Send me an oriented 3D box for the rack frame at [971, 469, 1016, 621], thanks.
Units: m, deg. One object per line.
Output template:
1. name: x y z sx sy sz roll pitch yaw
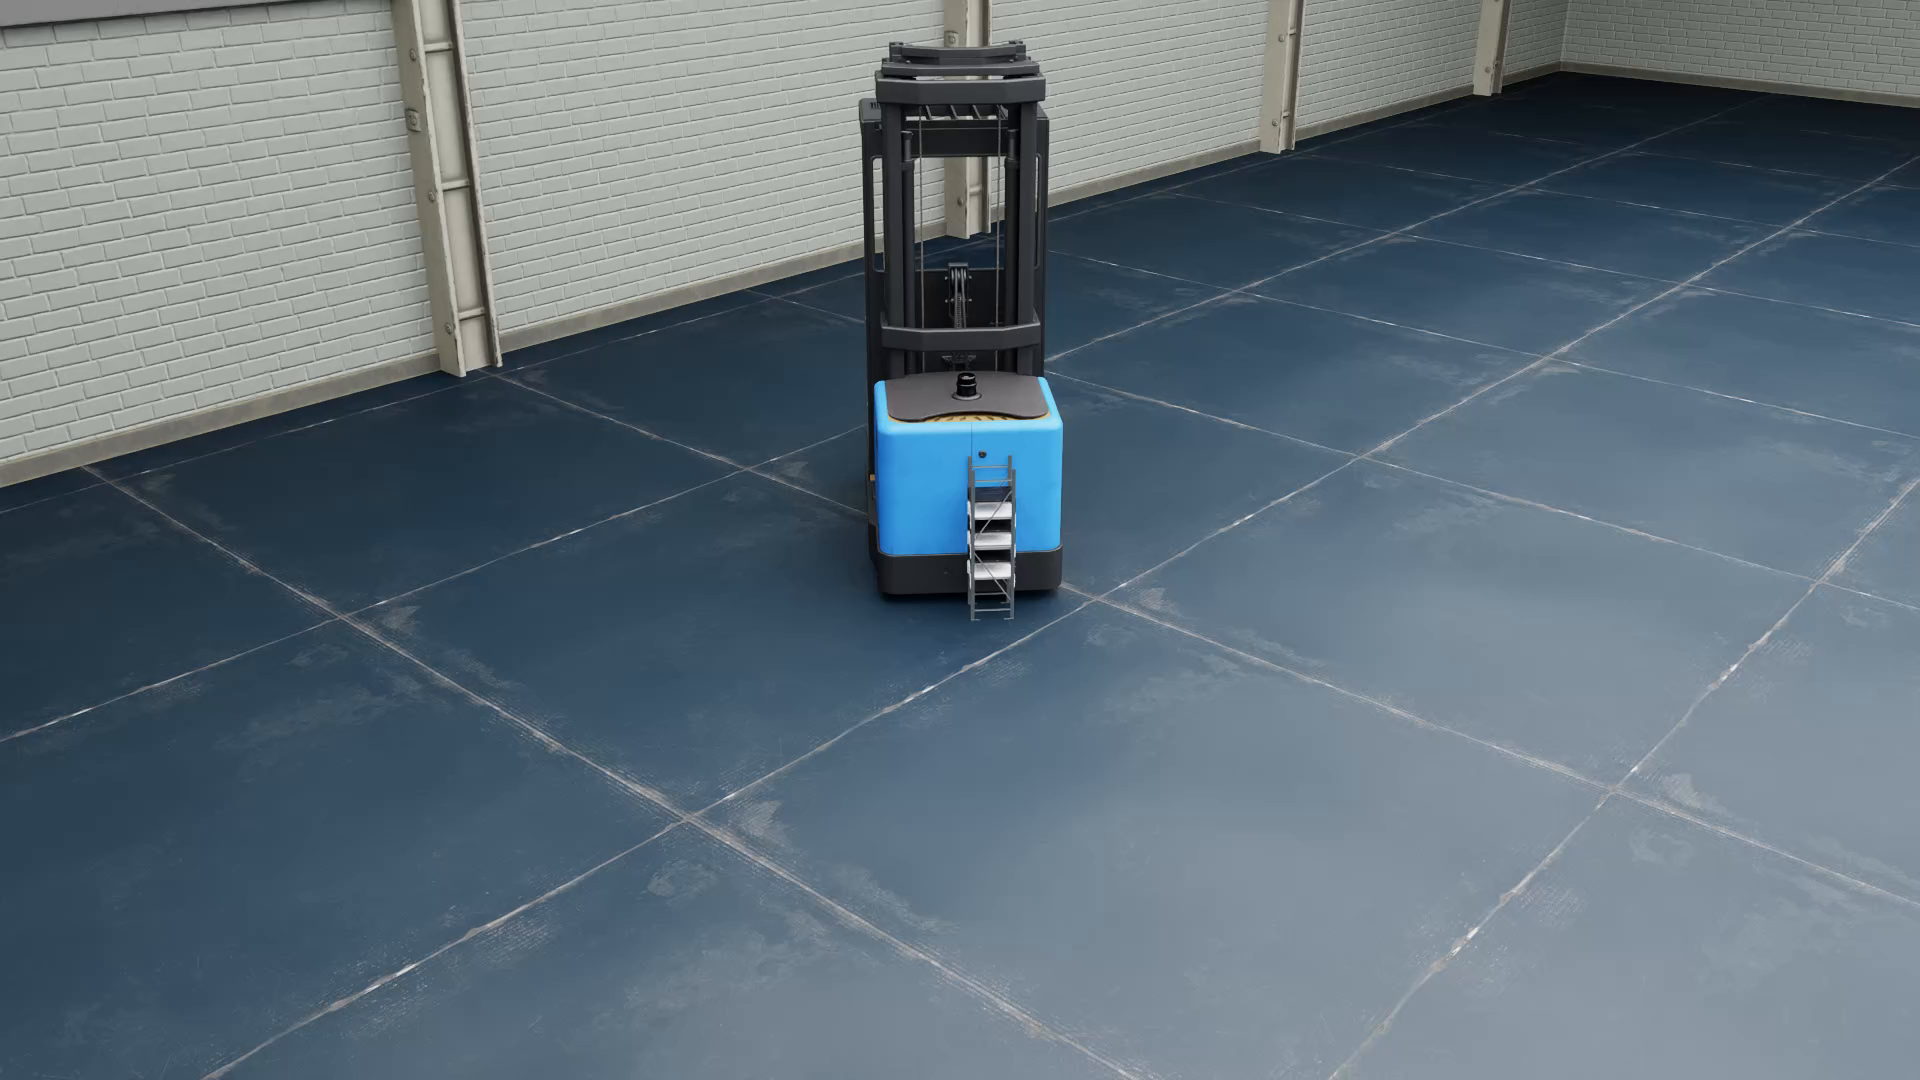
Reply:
1. rack frame: 0.179 0.034 9.075 0.240 0.900 0.006 -2 24 -4

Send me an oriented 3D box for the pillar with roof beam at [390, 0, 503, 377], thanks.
1. pillar with roof beam: -0.718 -4.317 8.879 9.100 9.000 0.400 20 31 38

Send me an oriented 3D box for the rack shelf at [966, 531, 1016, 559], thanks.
1. rack shelf: 0.172 0.023 9.181 0.258 0.077 0.200 -2 24 -4

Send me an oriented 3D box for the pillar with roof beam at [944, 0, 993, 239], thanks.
1. pillar with roof beam: 3.287 -6.145 12.956 9.100 9.000 0.400 20 31 38

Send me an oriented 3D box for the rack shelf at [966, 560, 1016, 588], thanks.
1. rack shelf: 0.172 0.187 9.255 0.258 0.077 0.200 -2 24 -4

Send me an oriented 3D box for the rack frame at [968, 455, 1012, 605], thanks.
1. rack frame: 0.164 -0.049 9.260 0.240 0.900 0.006 -2 24 -4

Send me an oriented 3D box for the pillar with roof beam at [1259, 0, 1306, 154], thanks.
1. pillar with roof beam: 7.291 -7.973 17.033 9.100 9.000 0.400 20 31 38

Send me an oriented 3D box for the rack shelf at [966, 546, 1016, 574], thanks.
1. rack shelf: 0.172 0.105 9.218 0.258 0.077 0.200 -2 24 -4

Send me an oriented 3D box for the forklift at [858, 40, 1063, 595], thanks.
1. forklift: -0.047 -1.594 10.222 1.130 2.935 3.031 -2 24 -4

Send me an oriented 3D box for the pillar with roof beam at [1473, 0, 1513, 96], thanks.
1. pillar with roof beam: 11.296 -9.801 21.111 9.100 9.000 0.400 20 31 38

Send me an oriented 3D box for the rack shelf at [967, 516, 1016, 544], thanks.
1. rack shelf: 0.172 -0.059 9.144 0.258 0.077 0.200 -2 24 -4

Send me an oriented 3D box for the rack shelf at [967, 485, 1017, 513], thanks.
1. rack shelf: 0.172 -0.224 9.071 0.258 0.077 0.200 -2 24 -4

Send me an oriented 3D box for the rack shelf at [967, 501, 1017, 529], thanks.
1. rack shelf: 0.172 -0.142 9.107 0.258 0.077 0.200 -2 24 -4

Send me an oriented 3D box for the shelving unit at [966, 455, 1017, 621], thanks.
1. shelving unit: 0.172 -0.008 9.167 0.258 0.900 0.210 -2 24 -4
